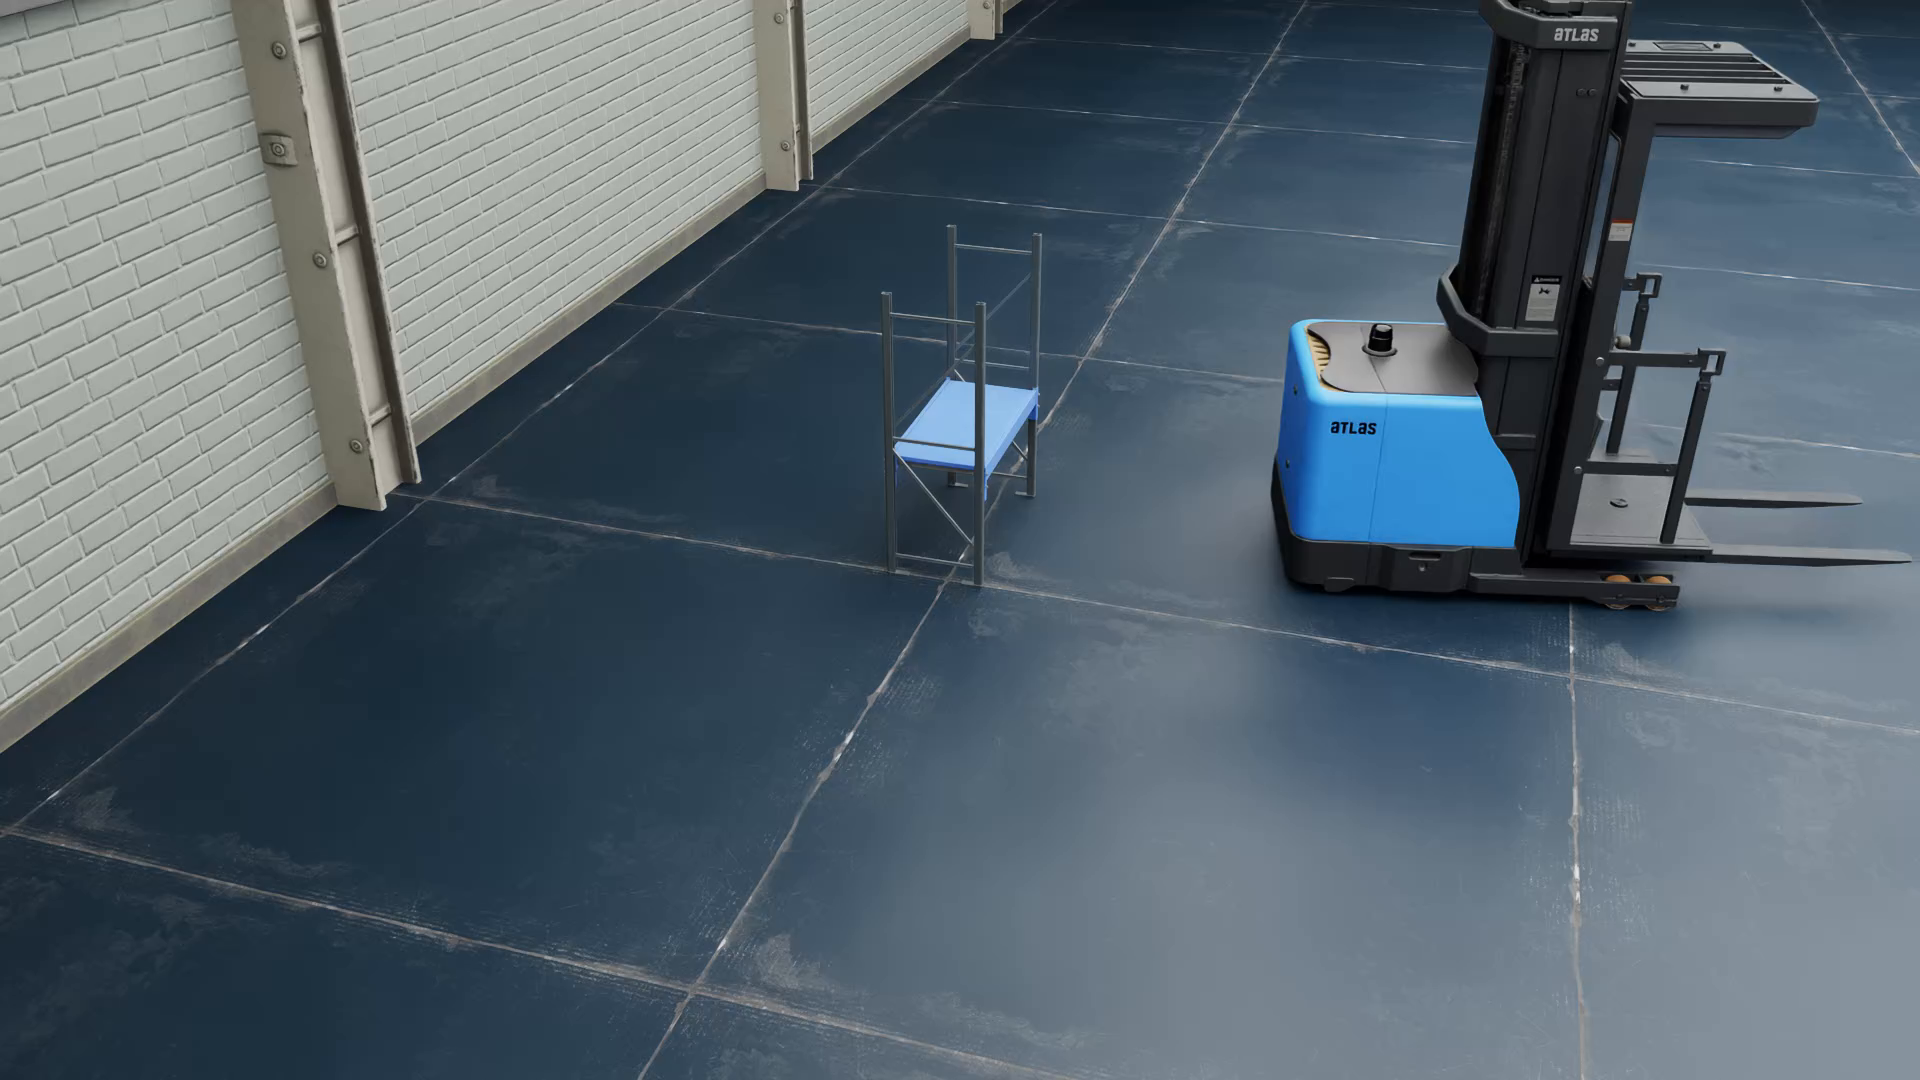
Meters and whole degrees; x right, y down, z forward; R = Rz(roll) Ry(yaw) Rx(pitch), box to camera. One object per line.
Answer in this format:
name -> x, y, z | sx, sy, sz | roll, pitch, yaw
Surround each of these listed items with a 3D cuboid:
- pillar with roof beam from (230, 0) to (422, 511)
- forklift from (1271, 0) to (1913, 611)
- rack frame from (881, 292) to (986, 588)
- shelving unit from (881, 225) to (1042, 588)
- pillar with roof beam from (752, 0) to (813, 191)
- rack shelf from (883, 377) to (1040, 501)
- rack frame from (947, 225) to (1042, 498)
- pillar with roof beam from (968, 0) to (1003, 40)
pillar with roof beam -> 0.883, -3.589, 5.945 | 9.100, 9.000, 0.400 | 8, 30, 15
forklift -> 3.168, -1.204, 7.899 | 3.031, 2.935, 1.130 | 2, 29, 4
rack frame -> -0.124, -0.459, 8.032 | 0.500, 1.500, 0.032 | 8, 30, 15
shelving unit -> 0.025, -0.695, 8.457 | 0.538, 1.500, 1.048 | 8, 30, 15
pillar with roof beam -> 2.644, -6.377, 10.957 | 9.100, 9.000, 0.400 | 8, 30, 15
rack shelf -> 0.025, -0.538, 8.544 | 0.538, 0.185, 1.000 | 8, 30, 15
rack frame -> 0.174, -0.931, 8.881 | 0.500, 1.500, 0.032 | 8, 30, 15
pillar with roof beam -> 4.405, -9.166, 15.969 | 9.100, 9.000, 0.400 | 8, 30, 15
